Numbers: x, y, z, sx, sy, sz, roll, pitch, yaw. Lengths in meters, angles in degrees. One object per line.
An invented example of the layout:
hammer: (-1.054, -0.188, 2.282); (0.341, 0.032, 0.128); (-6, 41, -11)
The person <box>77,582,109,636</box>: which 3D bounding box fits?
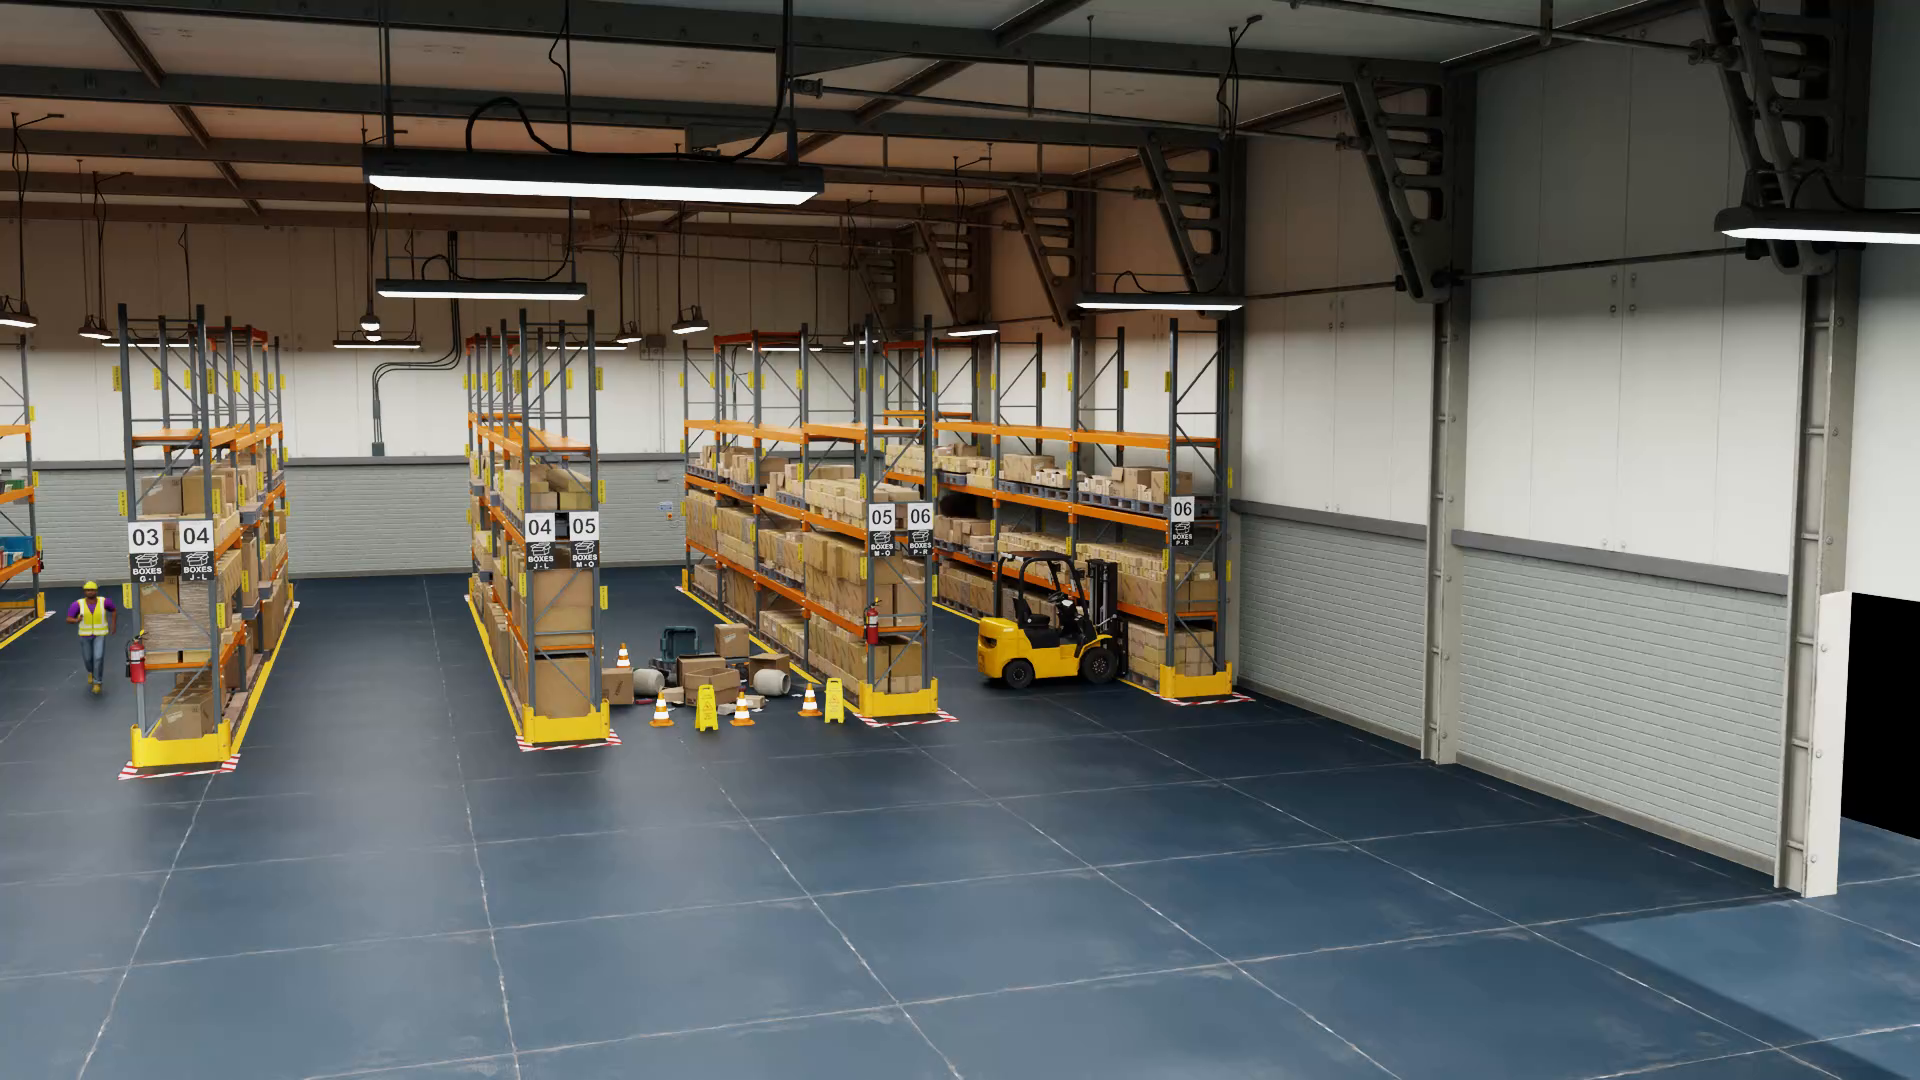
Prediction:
person: (-14.030, 1.104, 26.879); (0.436, 0.874, 0.352); (-2, 6, -24)
